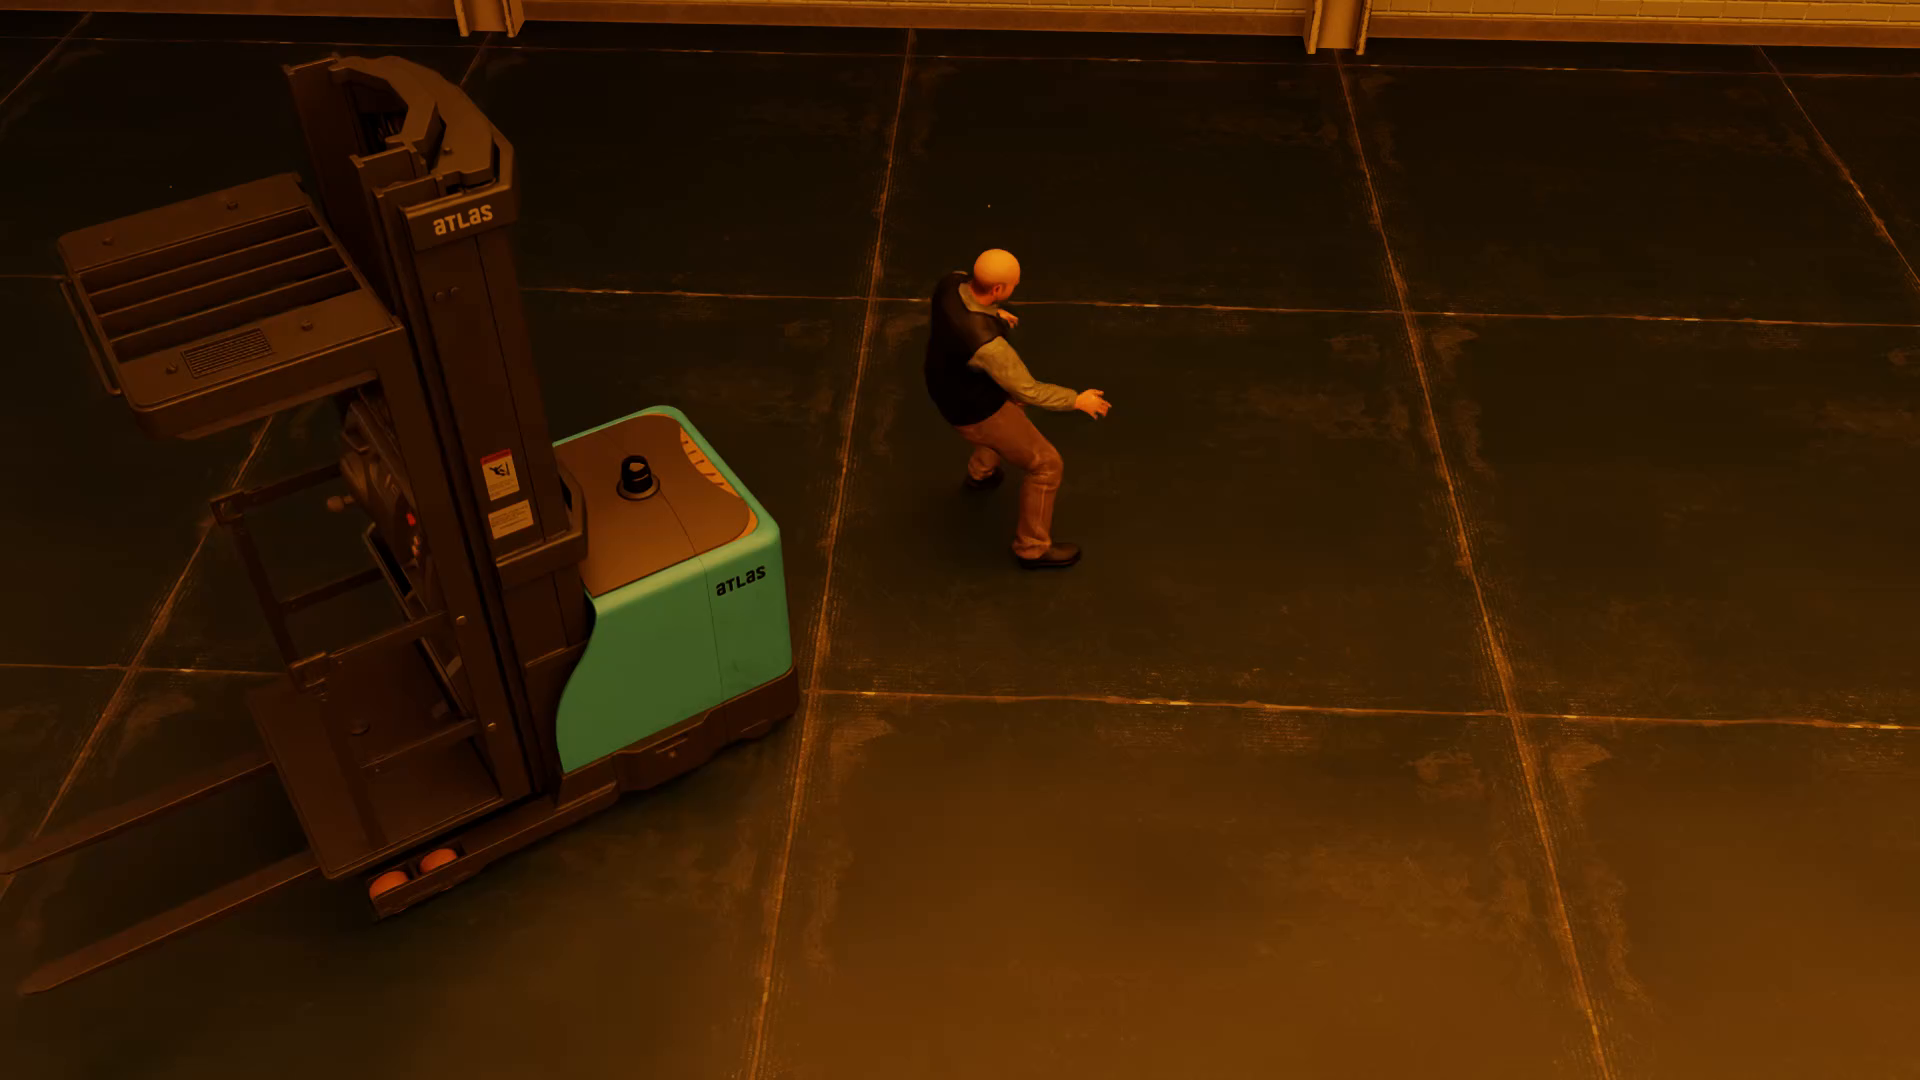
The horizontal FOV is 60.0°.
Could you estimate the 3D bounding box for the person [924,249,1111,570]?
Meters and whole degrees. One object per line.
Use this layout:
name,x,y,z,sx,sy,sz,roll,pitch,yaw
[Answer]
person,0.224,-0.678,7.502,0.714,1.564,0.847,-15,44,-16

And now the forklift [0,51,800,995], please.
forklift,-2.195,-0.065,5.814,3.031,2.935,1.130,-24,47,-24
